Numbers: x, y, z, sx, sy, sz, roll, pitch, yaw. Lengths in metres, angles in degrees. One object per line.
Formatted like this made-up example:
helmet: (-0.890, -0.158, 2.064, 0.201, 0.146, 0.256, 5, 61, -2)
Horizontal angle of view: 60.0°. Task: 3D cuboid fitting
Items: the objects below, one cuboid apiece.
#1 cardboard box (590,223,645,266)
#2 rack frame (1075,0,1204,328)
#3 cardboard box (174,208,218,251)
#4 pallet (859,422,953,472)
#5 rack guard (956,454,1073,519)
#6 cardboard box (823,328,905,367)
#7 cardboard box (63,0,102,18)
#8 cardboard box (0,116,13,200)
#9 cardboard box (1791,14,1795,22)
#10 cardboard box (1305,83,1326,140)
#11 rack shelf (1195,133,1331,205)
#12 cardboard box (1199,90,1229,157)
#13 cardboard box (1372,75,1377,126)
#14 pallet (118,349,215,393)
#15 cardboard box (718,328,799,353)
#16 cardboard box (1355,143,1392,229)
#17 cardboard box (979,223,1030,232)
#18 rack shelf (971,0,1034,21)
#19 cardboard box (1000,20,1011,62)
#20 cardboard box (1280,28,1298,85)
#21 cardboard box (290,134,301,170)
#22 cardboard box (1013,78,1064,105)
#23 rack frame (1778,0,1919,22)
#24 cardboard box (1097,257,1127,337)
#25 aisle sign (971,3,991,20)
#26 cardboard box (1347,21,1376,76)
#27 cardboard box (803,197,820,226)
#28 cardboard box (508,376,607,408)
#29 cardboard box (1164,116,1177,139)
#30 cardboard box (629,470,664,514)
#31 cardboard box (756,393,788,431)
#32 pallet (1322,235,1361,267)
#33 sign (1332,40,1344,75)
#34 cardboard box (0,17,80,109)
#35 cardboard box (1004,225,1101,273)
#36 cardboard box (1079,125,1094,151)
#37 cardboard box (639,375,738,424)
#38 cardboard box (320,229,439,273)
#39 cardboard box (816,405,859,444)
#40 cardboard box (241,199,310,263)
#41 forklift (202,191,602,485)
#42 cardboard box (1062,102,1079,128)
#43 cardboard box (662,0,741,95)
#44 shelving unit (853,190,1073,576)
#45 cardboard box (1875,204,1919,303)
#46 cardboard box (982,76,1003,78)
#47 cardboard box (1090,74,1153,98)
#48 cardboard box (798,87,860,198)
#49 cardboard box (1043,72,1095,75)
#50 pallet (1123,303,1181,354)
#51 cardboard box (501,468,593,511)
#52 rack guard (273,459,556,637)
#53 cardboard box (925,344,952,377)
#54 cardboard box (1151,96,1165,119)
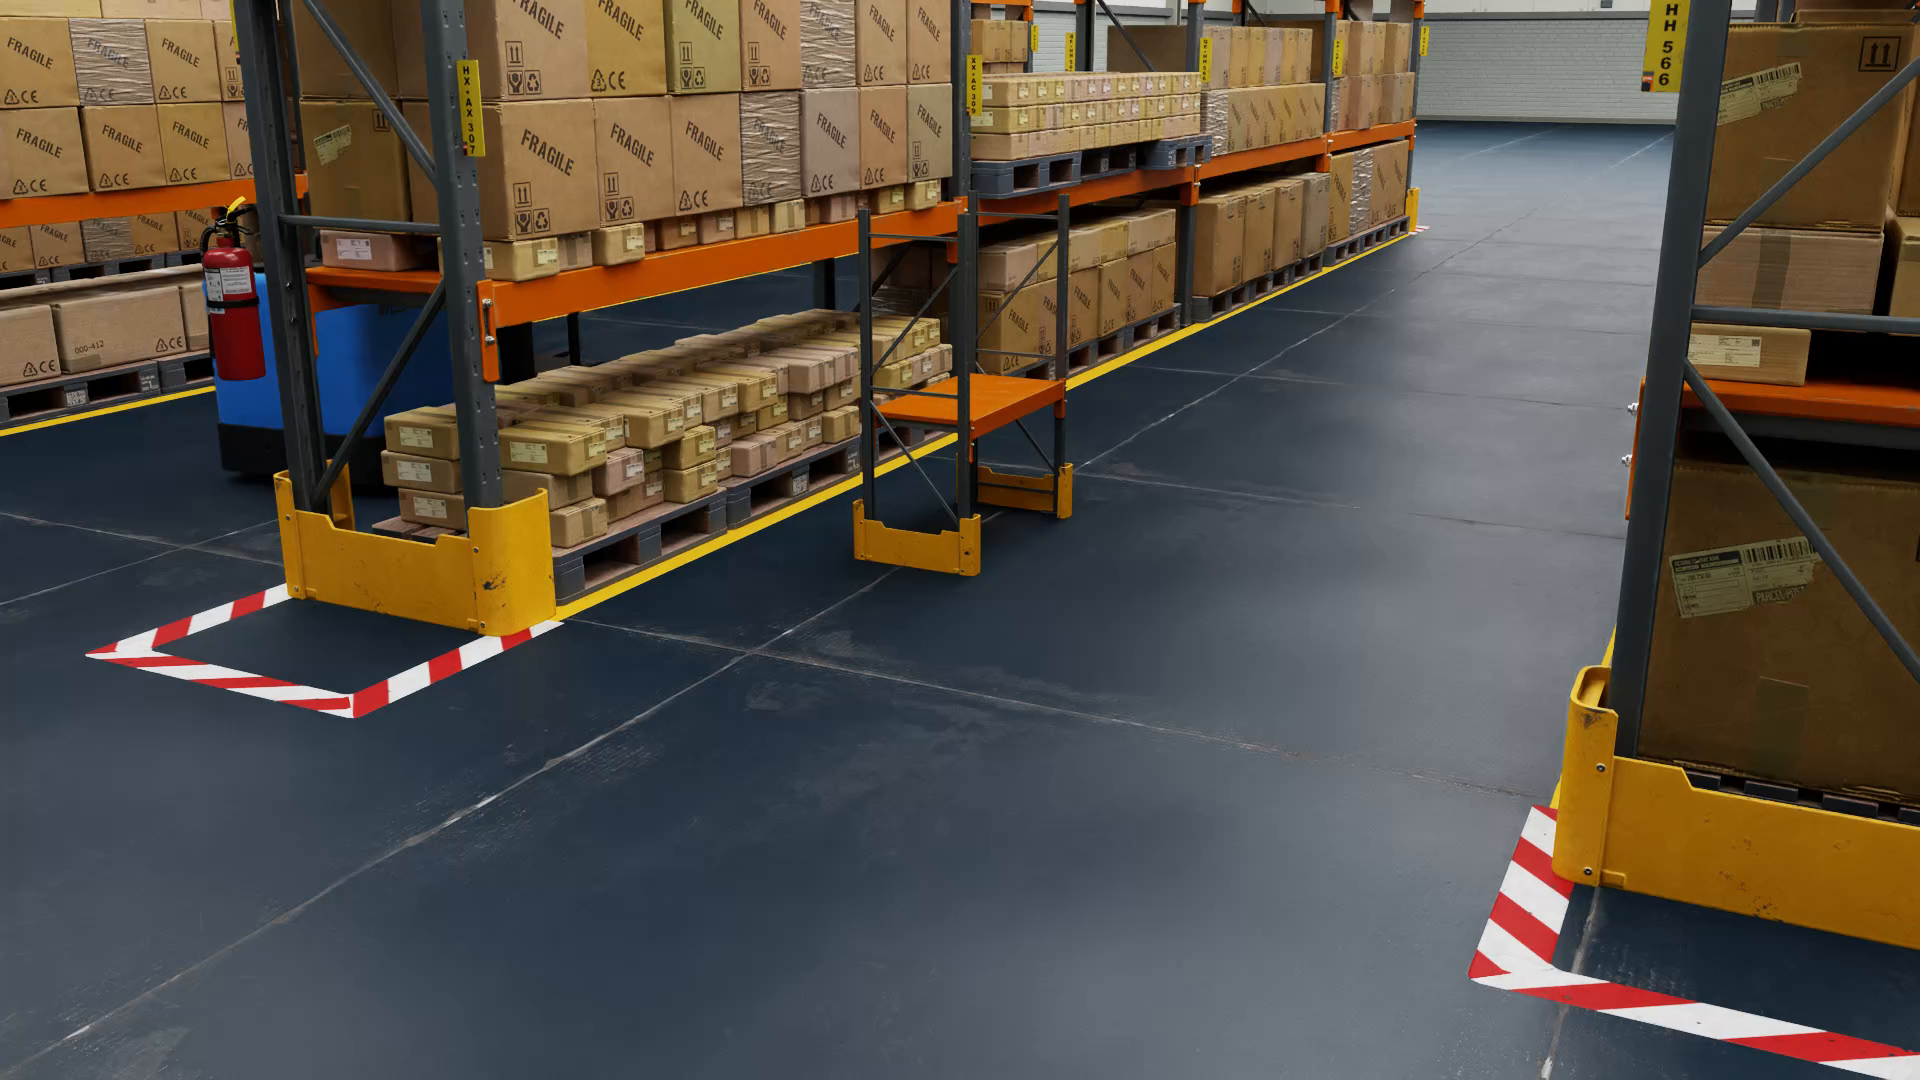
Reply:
cardboard box: (-1.517, -1.216, 6.790, 0.380, 0.149, 0.250, 8, 18, 24)
rack frame: (1.375, -3.201, 13.034, 1.000, 3.000, 0.127, 8, 18, 25)
cardboard box: (-7.770, -3.178, 16.607, 0.500, 0.500, 0.500, 8, 18, 25)
pallet: (-0.680, -0.670, 9.409, 1.003, 0.211, 1.213, 8, 18, 25)
rack guard: (0.257, -0.266, 7.981, 0.587, 0.250, 0.087, 8, 18, 25)
cardboard box: (-0.522, -1.044, 8.996, 0.380, 0.149, 0.250, 8, 18, 25)
cardboard box: (-5.366, -3.188, 9.918, 0.380, 0.149, 0.250, 8, 18, 24)
cardboard box: (-5.757, -2.161, 9.355, 0.500, 0.500, 0.500, 8, 18, 25)
cardboard box: (4.575, -2.391, 8.370, 0.797, 0.503, 0.637, 8, 18, 26)
cardboard box: (3.169, -4.101, 15.888, 0.500, 0.500, 0.500, 8, 18, 25)
rack shelf: (2.269, -3.366, 14.851, 1.077, 0.370, 4.000, 8, 18, 25)
cardboard box: (1.817, -3.329, 13.289, 0.500, 0.500, 0.500, 8, 18, 26)
cardboard box: (4.036, -4.801, 18.156, 0.875, 0.550, 0.500, 8, 18, 25)
pallet: (-5.295, -1.266, 11.416, 1.003, 0.211, 1.213, 8, 18, 25)
cardboard box: (-1.092, -1.038, 8.976, 0.380, 0.149, 0.250, 8, 18, 24)
cardboard box: (4.315, -4.016, 18.772, 0.875, 0.875, 0.875, 8, 18, 25)
cardboard box: (0.160, -2.032, 11.434, 0.500, 0.250, 0.500, 7, 18, 23)
rack shelf: (-0.417, -6.427, 19.888, 1.077, 0.370, 4.000, 8, 18, 25)
cardboard box: (0.211, -6.227, 20.767, 0.700, 0.500, 0.500, 8, 18, 26)
cardboard box: (2.718, -4.489, 15.437, 0.700, 0.500, 0.500, 8, 18, 24)
cardboard box: (-4.453, -2.793, 11.923, 0.500, 0.250, 0.500, 8, 18, 24)
cardboard box: (0.412, -2.727, 10.096, 0.380, 0.149, 0.250, 8, 18, 26)
rack frame: (5.767, -2.544, 10.823, 1.000, 3.000, 0.127, 8, 18, 25)
cardboard box: (0.858, -1.735, 11.749, 0.500, 0.500, 0.500, 7, 18, 23)
aisle sign: (0.227, -7.144, 21.744, 0.394, 0.787, 0.004, 8, 18, 25)
cardboard box: (3.864, -5.174, 17.516, 0.875, 0.550, 0.550, 8, 18, 25)
cardboard box: (-0.914, -1.626, 8.171, 0.380, 0.149, 0.250, 8, 18, 25)
cardboard box: (-1.851, -0.647, 7.659, 0.380, 0.149, 0.250, 7, 18, 23)
cardboard box: (1.339, -2.969, 11.957, 0.380, 0.149, 0.250, 8, 19, 26)
cardboard box: (-1.530, -0.232, 7.307, 0.380, 0.149, 0.250, 8, 18, 26)
cardboard box: (-1.073, -0.651, 8.194, 0.380, 0.149, 0.250, 9, 19, 28)
pallet: (3.572, -3.067, 17.480, 1.003, 0.211, 1.213, 8, 18, 25)
sign: (3.652, -4.671, 16.087, 0.100, 0.325, 0.005, 8, 18, 25)
cardboard box: (-5.534, -2.773, 9.659, 0.500, 0.500, 0.500, 8, 18, 26)
cardboard box: (0.622, -1.965, 11.207, 0.500, 0.250, 0.500, 9, 19, 27)
cardboard box: (0.636, -2.568, 10.607, 0.380, 0.149, 0.250, 7, 18, 23)
cardboard box: (-1.249, -0.650, 7.669, 0.380, 0.149, 0.250, 9, 19, 28)
cardboard box: (-2.307, -1.162, 6.610, 0.380, 0.149, 0.250, 8, 18, 25)
cardboard box: (-0.745, -0.610, 8.580, 0.380, 0.149, 0.250, 8, 18, 25)
cardboard box: (-4.680, -2.137, 12.446, 0.875, 0.875, 0.875, 9, 19, 27)
forklift: (-2.789, -2.050, 9.280, 1.130, 2.935, 3.031, 6, 18, 20)
cardboard box: (0.520, -2.646, 10.346, 0.380, 0.149, 0.250, 7, 18, 23)
cardboard box: (-1.289, -2.173, 7.118, 0.500, 0.500, 0.500, 8, 18, 24)
shelving unit: (0.034, -0.738, 7.376, 0.587, 1.500, 1.083, 8, 18, 25)
cardboard box: (2.875, -0.799, 4.686, 0.500, 0.250, 0.500, 8, 18, 25)
cardboard box: (0.059, -2.939, 10.809, 0.380, 0.149, 0.250, 7, 18, 24)
cardboard box: (1.106, -3.125, 11.435, 0.380, 0.149, 0.250, 8, 18, 25)
cardboard box: (-0.832, -1.955, 8.140, 0.500, 0.500, 0.500, 8, 18, 25)
cardboard box: (0.764, -3.343, 12.172, 0.380, 0.149, 0.250, 8, 18, 25)
pallet: (1.025, -1.666, 12.761, 1.003, 0.211, 1.213, 8, 18, 25)
cardboard box: (-1.736, -0.242, 6.816, 0.380, 0.149, 0.250, 9, 19, 28)
rack guard: (-2.165, 0.015, 6.594, 1.175, 0.500, 0.348, 8, 18, 25)
cardboard box: (-0.268, -1.039, 9.501, 0.380, 0.149, 0.250, 9, 19, 26)
cardboard box: (1.217, -3.042, 11.678, 0.380, 0.149, 0.250, 8, 18, 25)
